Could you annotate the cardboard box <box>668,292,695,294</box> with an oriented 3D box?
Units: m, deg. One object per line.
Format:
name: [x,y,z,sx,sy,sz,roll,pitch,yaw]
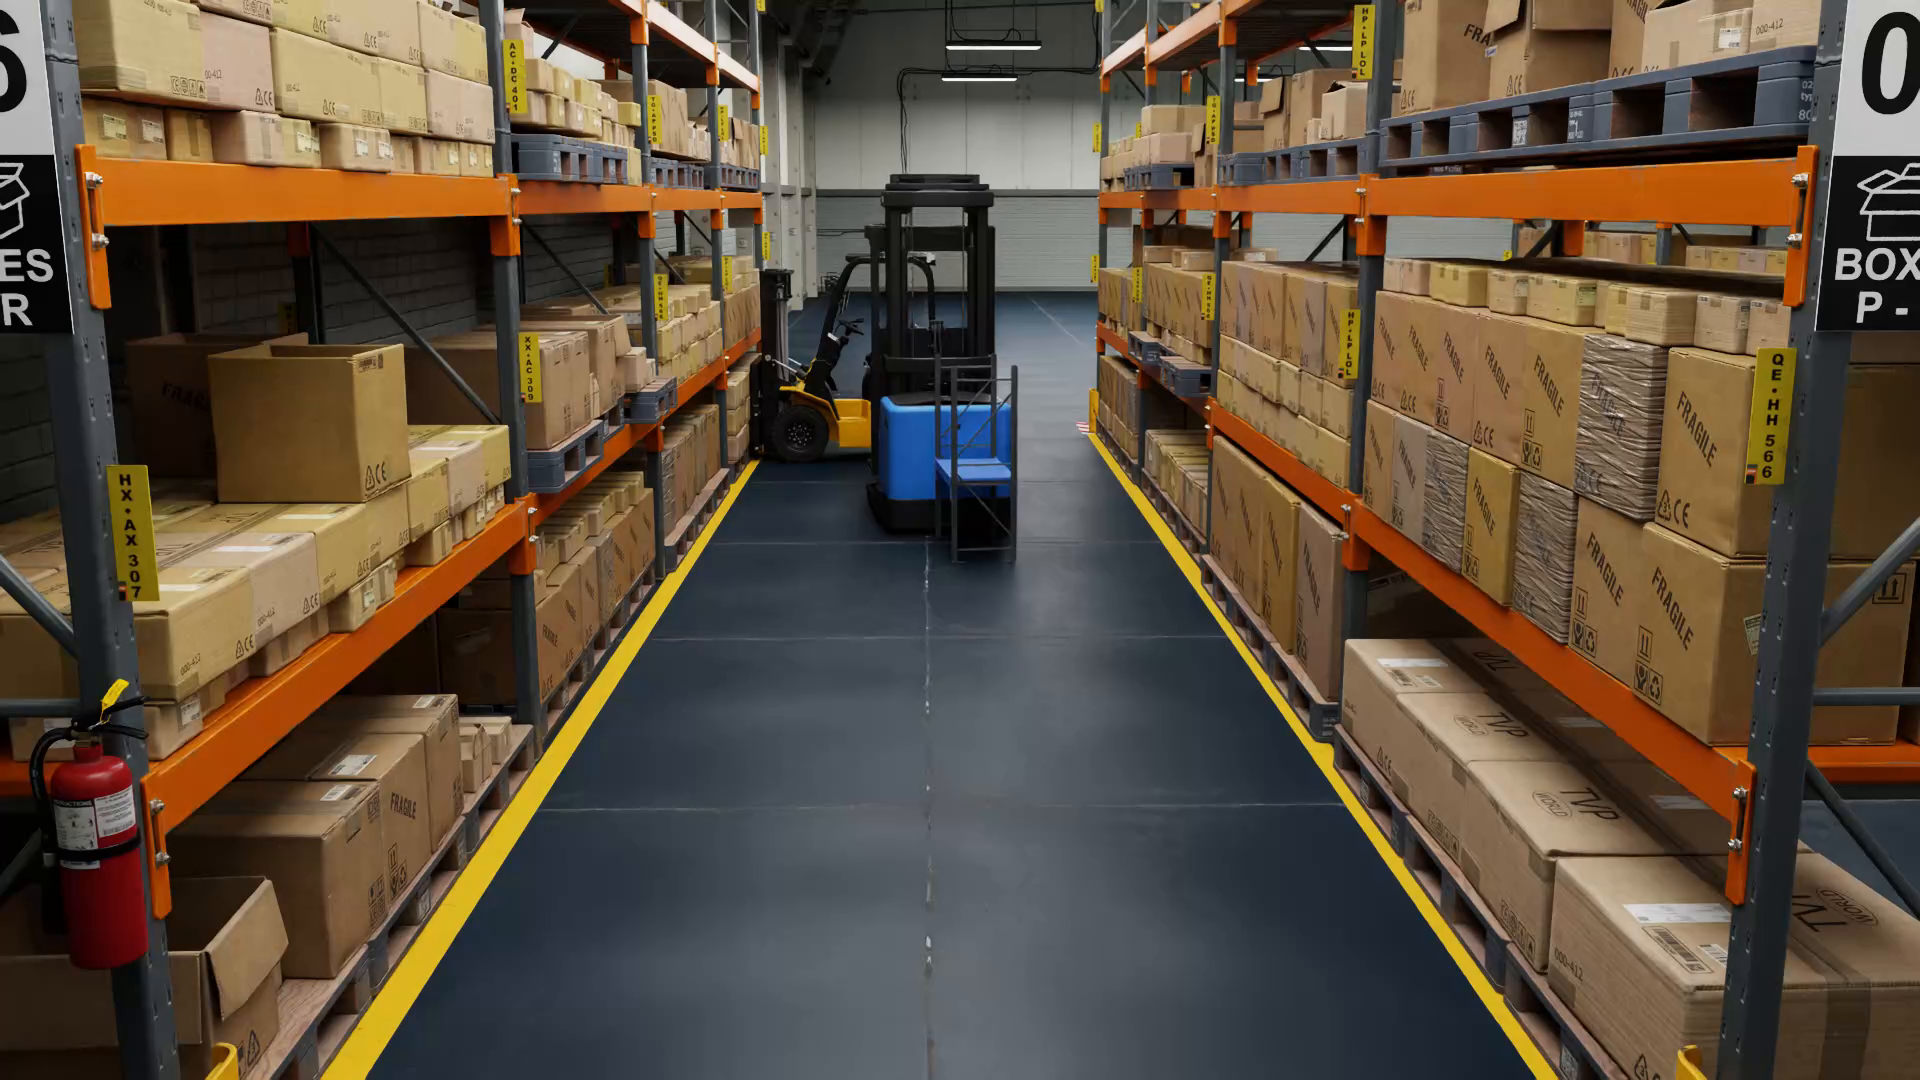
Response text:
cardboard box: [-2.452,-2.019,14.086,0.380,0.149,0.250,0,11,-1]

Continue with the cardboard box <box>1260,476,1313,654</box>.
cardboard box: [2.271,0.129,9.668,0.875,0.875,0.875,0,11,0]

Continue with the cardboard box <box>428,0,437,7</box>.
cardboard box: [-2.647,-2.394,7.806,0.396,0.266,0.258,0,11,-2]

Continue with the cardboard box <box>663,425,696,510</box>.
cardboard box: [-2.689,-0.608,13.928,0.875,0.625,0.625,-1,11,-4]

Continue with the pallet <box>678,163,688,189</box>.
pallet: [-2.784,-2.913,13.302,1.003,0.211,1.213,0,11,1]

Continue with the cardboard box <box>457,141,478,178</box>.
cardboard box: [-2.267,-1.611,7.044,0.380,0.149,0.250,0,11,-1]

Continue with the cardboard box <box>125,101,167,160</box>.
cardboard box: [-2.295,-1.051,4.284,0.380,0.149,0.250,0,11,0]

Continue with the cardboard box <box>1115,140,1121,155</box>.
cardboard box: [1.866,-4.205,17.822,0.380,0.149,0.250,0,11,0]

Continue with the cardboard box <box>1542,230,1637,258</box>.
cardboard box: [7.162,-3.250,18.941,0.875,0.550,0.550,0,11,-1]

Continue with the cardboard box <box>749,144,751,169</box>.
cardboard box: [-2.494,-4.214,18.271,0.396,0.266,0.258,0,11,-1]

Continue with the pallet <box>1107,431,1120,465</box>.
pallet: [2.148,-1.004,17.979,1.003,0.211,1.213,0,11,-1]

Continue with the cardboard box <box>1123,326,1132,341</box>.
cardboard box: [1.890,-2.136,17.176,0.380,0.149,0.250,0,11,-2]

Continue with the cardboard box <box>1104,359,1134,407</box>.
cardboard box: [1.899,-1.745,18.591,0.500,0.500,0.500,-1,11,-3]

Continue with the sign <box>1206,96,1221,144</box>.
sign: [1.765,-2.921,11.568,0.100,0.325,0.005,0,11,-1]

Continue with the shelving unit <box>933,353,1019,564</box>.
shelving unit: [0.115,-0.664,13.061,0.538,1.500,1.048,-2,12,-7]

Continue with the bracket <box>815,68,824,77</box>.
bracket: [-3.963,-13.213,47.002,0.235,0.232,0.430,0,11,-1]

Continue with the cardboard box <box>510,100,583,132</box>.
cardboard box: [-2.174,-2.198,8.630,0.380,0.149,0.250,0,11,0]

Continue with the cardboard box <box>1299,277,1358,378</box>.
cardboard box: [2.112,-1.134,8.838,0.500,0.500,0.500,0,11,0]

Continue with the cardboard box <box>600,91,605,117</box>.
cardboard box: [-2.325,-2.591,9.868,0.380,0.149,0.250,0,11,-1]

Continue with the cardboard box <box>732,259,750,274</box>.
cardboard box: [-2.475,-2.958,17.962,0.380,0.149,0.250,0,11,0]

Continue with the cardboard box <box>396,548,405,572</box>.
cardboard box: [-2.351,0.060,6.350,0.380,0.149,0.250,0,11,0]

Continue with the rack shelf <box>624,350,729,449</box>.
rack shelf: [-2.696,-1.223,13.854,1.077,0.370,4.000,0,11,-1]

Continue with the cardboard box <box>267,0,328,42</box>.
cardboard box: [-2.263,-1.666,5.052,0.500,0.250,0.500,0,11,-2]

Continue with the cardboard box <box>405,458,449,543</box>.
cardboard box: [-2.295,-0.157,6.415,0.500,0.250,0.500,0,11,-2]

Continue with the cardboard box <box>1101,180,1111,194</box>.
cardboard box: [1.825,-4.069,19.161,0.380,0.149,0.250,0,11,-1]

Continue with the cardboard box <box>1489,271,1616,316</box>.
cardboard box: [2.150,-0.895,6.027,0.380,0.149,0.250,0,11,-1]

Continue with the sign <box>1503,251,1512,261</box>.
sign: [6.534,-3.292,19.866,0.100,0.325,0.005,0,11,-1]

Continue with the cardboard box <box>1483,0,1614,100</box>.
cardboard box: [2.451,-1.912,6.327,0.797,0.503,0.637,1,11,3]

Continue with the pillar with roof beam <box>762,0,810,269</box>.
pillar with roof beam: [0.225,-9.162,36.089,9.100,9.000,0.548,0,11,-1]

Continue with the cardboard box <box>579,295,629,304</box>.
cardboard box: [-2.915,-1.914,13.567,0.380,0.149,0.250,0,11,0]

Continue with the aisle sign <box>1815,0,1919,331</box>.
aisle sign: [2.165,-0.868,3.753,0.394,0.787,0.004,0,11,-1]

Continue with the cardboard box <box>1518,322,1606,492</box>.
cardboard box: [2.178,-0.445,5.443,0.500,0.500,0.500,0,11,-1]

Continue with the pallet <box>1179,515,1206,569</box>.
pallet: [2.293,0.012,12.970,1.003,0.211,1.213,0,11,-1]

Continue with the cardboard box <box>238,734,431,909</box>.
cardboard box: [-2.297,1.034,6.151,0.500,0.500,0.500,0,11,0]

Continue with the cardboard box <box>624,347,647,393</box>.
cardboard box: [-2.309,-1.102,10.769,0.500,0.250,0.500,-1,11,-4]

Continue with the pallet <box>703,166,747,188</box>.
pallet: [-2.803,-3.812,17.480,1.003,0.211,1.213,0,11,-1]

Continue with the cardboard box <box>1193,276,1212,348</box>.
cardboard box: [2.021,-1.689,12.286,0.500,0.500,0.500,-1,11,-3]

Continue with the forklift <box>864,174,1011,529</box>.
forklift: [-0.270,-1.767,14.899,1.130,2.935,3.031,-2,12,-7]

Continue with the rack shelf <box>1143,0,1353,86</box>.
rack shelf: [2.267,-3.989,13.402,1.077,0.370,4.000,0,11,-1]

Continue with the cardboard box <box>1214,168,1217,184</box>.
cardboard box: [2.078,-2.658,12.202,0.380,0.149,0.250,0,11,-1]

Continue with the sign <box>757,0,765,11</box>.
sign: [-2.277,-6.205,18.961,0.100,0.325,0.005,0,11,-1]

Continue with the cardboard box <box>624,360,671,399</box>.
cardboard box: [-2.419,-1.194,12.278,0.500,0.250,0.500,0,11,-1]

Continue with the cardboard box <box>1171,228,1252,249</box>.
cardboard box: [2.433,-2.768,16.143,0.700,0.500,0.500,0,11,-2]

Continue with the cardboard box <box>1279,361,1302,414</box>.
cardboard box: [2.104,-0.865,9.397,0.500,0.250,0.500,0,11,0]

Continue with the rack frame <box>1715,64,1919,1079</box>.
rack frame: [2.473,0.391,4.088,1.000,3.000,0.127,0,11,-1]

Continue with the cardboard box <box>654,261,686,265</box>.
cardboard box: [-3.040,-2.803,17.200,0.380,0.149,0.250,0,11,-2]

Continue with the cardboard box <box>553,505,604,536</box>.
cardboard box: [-2.392,-0.116,10.187,0.380,0.149,0.250,-1,11,-4]

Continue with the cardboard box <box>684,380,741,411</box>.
cardboard box: [-2.434,-1.419,16.355,0.500,0.250,0.500,0,11,-2]

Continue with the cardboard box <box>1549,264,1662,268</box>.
cardboard box: [2.631,-1.049,6.786,0.380,0.149,0.250,0,11,-2]

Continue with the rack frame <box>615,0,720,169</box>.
rack frame: [-2.737,-4.914,15.146,1.000,3.000,0.127,0,11,-1]

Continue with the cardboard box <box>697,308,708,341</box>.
cardboard box: [-2.449,-1.845,14.227,0.500,0.250,0.500,0,11,0]

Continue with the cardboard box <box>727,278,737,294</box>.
cardboard box: [-2.452,-2.557,16.737,0.380,0.149,0.250,0,11,0]

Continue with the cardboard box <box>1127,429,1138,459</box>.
cardboard box: [1.944,-0.969,16.652,0.500,0.250,0.500,0,11,1]

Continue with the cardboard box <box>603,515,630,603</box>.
cardboard box: [-2.418,0.128,10.616,0.500,0.500,0.500,0,11,1]
